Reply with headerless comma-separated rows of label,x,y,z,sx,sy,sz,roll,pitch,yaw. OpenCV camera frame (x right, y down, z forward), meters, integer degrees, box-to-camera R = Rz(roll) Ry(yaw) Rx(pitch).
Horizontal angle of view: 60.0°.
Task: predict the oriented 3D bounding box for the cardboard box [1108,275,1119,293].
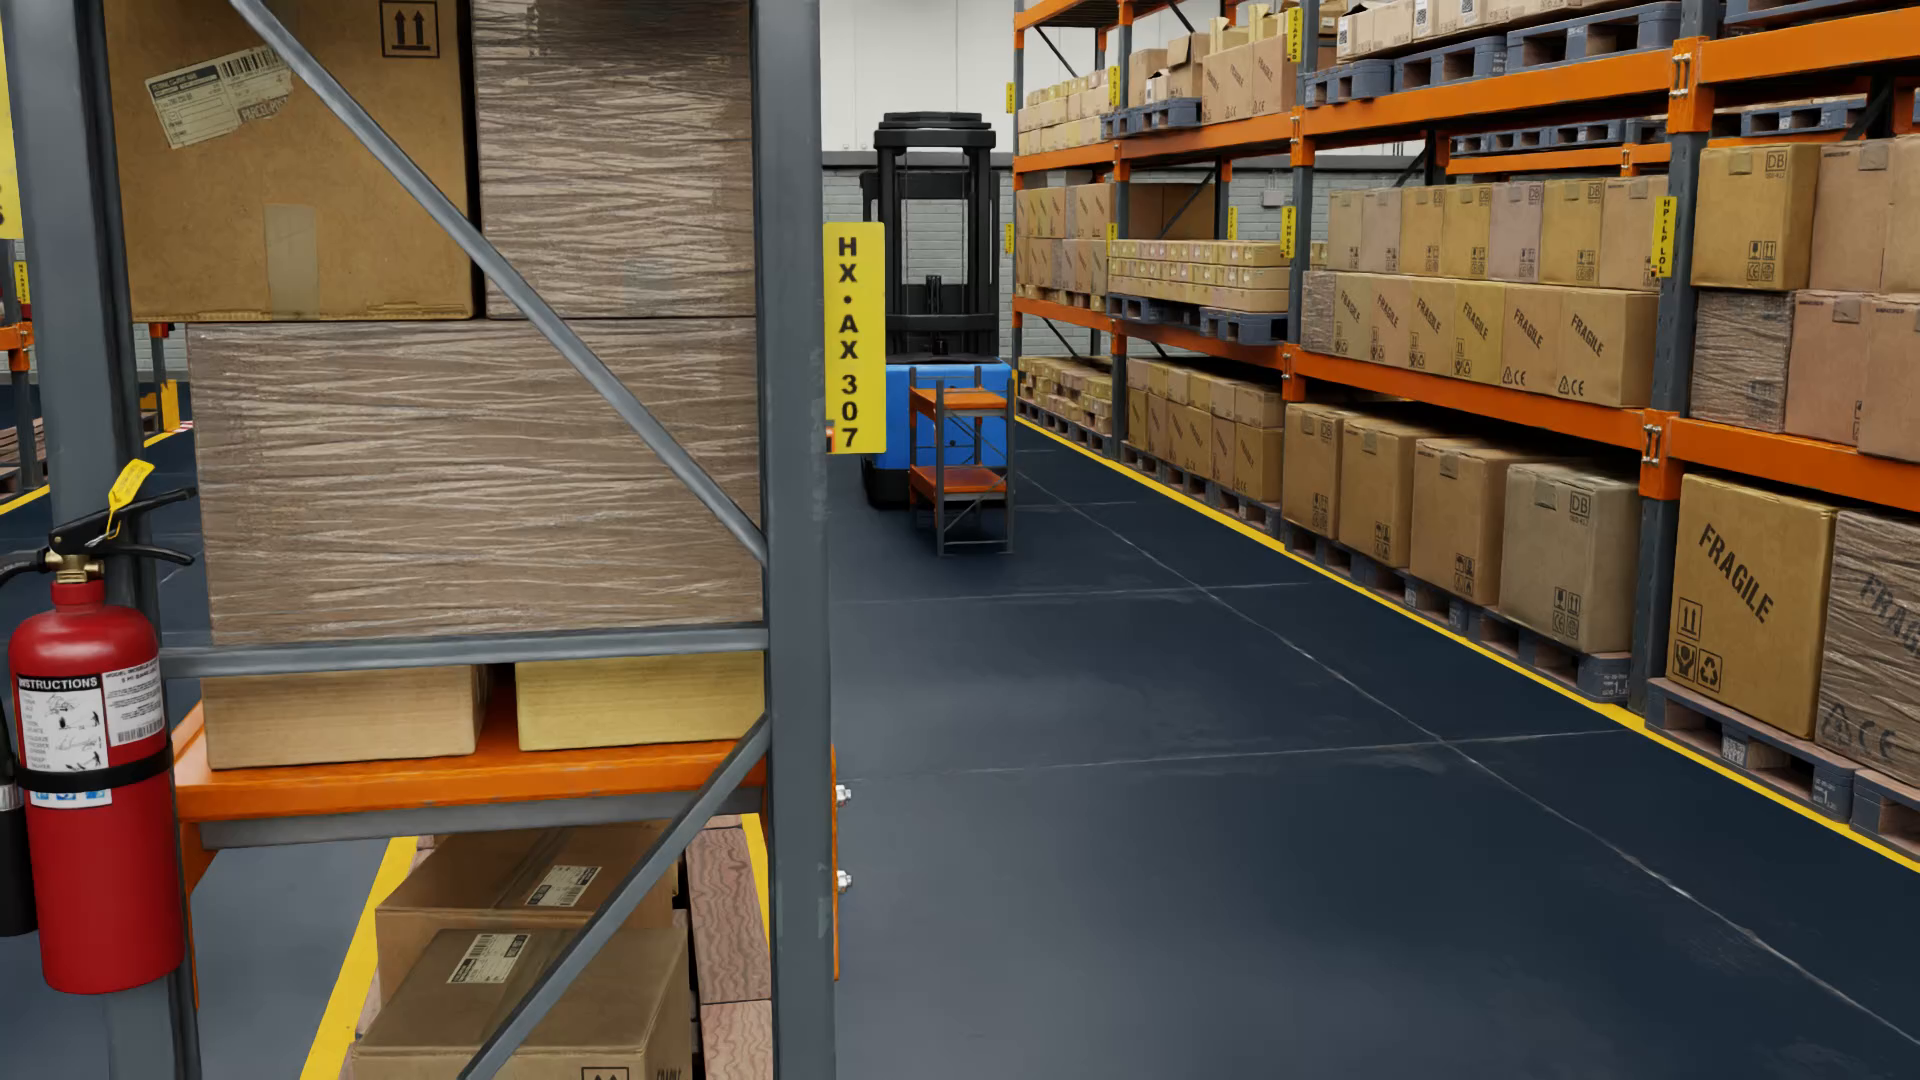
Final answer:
cardboard box,1.489,-2.196,14.261,0.380,0.149,0.250,-3,11,-14

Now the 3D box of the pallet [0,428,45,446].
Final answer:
pallet,-8.302,-0.848,15.087,1.003,0.211,1.213,-2,11,-11

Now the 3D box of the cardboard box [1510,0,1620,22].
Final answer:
cardboard box,2.963,-2.609,7.868,0.500,0.250,0.500,-2,11,-11

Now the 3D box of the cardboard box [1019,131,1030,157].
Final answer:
cardboard box,0.922,-4.244,17.850,0.500,0.250,0.500,-2,11,-9

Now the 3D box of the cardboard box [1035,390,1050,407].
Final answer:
cardboard box,1.002,-1.493,17.518,0.380,0.149,0.250,-2,11,-10

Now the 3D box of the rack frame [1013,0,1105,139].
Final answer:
rack frame,1.085,-5.883,18.037,1.000,3.000,0.127,-2,11,-11

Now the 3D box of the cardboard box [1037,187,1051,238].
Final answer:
cardboard box,1.096,-3.342,16.994,0.500,0.500,0.500,-2,11,-12

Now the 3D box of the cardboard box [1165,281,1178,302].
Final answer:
cardboard box,1.794,-1.910,12.760,0.380,0.149,0.250,-3,11,-14

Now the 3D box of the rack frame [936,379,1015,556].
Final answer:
rack frame,0.098,-0.461,10.608,0.500,1.125,0.032,-2,11,-11

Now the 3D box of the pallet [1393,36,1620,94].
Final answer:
pallet,3.039,-2.528,8.939,1.003,0.211,1.213,-2,11,-8

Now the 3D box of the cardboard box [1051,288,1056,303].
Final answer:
cardboard box,1.150,-2.505,17.007,0.380,0.149,0.250,-2,11,-12

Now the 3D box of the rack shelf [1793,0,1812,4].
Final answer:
rack shelf,7.088,-4.431,13.404,1.077,0.370,4.000,-2,11,-11

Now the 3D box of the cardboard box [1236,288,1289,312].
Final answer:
cardboard box,2.094,-1.625,11.261,0.380,0.149,0.250,-2,11,-10

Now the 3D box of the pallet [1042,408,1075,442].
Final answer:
pallet,1.457,-1.178,16.823,1.003,0.211,1.213,-2,11,-11

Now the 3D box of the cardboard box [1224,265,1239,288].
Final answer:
cardboard box,2.045,-1.820,11.492,0.380,0.149,0.250,-2,11,-9

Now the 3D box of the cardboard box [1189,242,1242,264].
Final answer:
cardboard box,1.902,-2.104,12.188,0.380,0.149,0.250,-2,11,-11

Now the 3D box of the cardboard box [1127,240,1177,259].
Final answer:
cardboard box,1.596,-2.390,13.690,0.380,0.149,0.250,-2,11,-11

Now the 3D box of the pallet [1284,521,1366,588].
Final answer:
pallet,2.721,0.049,10.376,1.003,0.211,1.213,-2,11,-11

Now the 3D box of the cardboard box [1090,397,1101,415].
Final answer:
cardboard box,1.425,-1.249,15.444,0.380,0.149,0.250,-3,11,-14

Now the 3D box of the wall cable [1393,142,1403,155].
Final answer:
wall cable,8.017,-7.254,25.141,2.988,3.039,0.133,-2,11,-11

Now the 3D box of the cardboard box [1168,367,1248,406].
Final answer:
cardboard box,1.949,-1.212,13.101,0.500,0.250,0.500,-2,11,-9

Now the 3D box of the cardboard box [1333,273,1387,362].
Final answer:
cardboard box,2.565,-1.332,9.907,0.500,0.500,0.500,-2,11,-12

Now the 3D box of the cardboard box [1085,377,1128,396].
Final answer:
cardboard box,1.395,-1.447,15.686,0.380,0.149,0.250,-2,11,-12

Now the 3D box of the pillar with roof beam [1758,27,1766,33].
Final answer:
pillar with roof beam,6.926,-6.633,21.980,9.100,9.000,0.400,-2,11,-11

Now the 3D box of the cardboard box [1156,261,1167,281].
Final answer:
cardboard box,1.749,-2.102,12.969,0.380,0.149,0.250,-2,11,-12

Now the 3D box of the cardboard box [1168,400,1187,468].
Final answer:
cardboard box,1.967,-0.843,13.164,0.500,0.500,0.500,-2,11,-10

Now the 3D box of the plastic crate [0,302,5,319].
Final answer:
plastic crate,-7.830,-1.851,13.442,0.396,0.136,0.243,-2,11,-11

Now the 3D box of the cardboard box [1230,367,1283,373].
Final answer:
cardboard box,2.460,-1.230,13.194,0.500,0.250,0.500,-3,11,-14

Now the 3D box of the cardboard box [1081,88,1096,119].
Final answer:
cardboard box,1.434,-4.019,15.331,0.500,0.250,0.500,-3,11,-13

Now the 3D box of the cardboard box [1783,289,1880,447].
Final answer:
cardboard box,3.632,-0.641,6.142,0.875,0.550,0.550,-2,11,-11

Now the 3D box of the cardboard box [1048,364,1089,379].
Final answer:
cardboard box,1.123,-1.735,17.198,0.380,0.149,0.250,-2,11,-9

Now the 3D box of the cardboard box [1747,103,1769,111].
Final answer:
cardboard box,6.711,-3.667,13.652,0.396,0.266,0.258,-1,11,-6

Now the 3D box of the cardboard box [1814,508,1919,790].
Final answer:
cardboard box,3.652,0.386,5.707,0.875,0.875,0.875,-2,11,-11

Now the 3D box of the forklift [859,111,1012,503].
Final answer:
forklift,-0.252,-1.946,13.583,1.130,2.935,3.031,-1,11,-5

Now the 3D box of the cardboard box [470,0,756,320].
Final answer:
cardboard box,-0.527,-0.637,2.782,0.500,0.500,0.500,-2,11,-11

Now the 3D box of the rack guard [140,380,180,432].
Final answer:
rack guard,-8.675,-1.370,17.056,1.175,0.500,0.348,-2,11,-11

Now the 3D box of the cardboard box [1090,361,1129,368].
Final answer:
cardboard box,1.593,-1.805,17.568,0.380,0.149,0.250,-3,11,-13

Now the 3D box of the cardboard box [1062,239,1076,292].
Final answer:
cardboard box,1.297,-2.662,16.099,0.500,0.500,0.500,-2,11,-11

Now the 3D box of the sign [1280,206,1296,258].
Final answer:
sign,2.111,-1.977,10.676,0.100,0.325,0.005,-2,11,-11

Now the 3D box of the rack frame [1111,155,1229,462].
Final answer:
rack frame,1.863,-2.202,14.744,1.000,3.000,0.127,-2,11,-11

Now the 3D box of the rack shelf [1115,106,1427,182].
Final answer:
rack shelf,2.252,-2.955,12.603,1.077,0.370,4.000,-2,11,-11

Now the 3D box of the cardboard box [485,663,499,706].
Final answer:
cardboard box,-0.994,0.193,2.830,0.380,0.149,0.250,-2,11,-11

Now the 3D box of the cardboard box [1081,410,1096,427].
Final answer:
cardboard box,1.370,-1.164,15.793,0.380,0.149,0.250,-2,11,-13

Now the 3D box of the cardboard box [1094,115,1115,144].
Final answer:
cardboard box,1.503,-3.682,14.899,0.500,0.250,0.500,-2,11,-10

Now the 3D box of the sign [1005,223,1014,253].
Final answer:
sign,0.553,-3.341,18.414,0.100,0.325,0.005,-2,11,-11

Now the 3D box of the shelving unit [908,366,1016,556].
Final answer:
shelving unit,-0.001,-0.554,11.098,0.538,1.125,1.048,-2,11,-11

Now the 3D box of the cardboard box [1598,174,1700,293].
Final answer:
cardboard box,3.317,-1.366,7.410,0.700,0.500,0.500,-2,11,-12

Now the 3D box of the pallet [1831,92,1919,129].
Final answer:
pallet,7.300,-3.164,12.280,1.213,0.211,1.003,-2,11,-8

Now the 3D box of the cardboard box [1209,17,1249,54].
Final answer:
cardboard box,2.037,-3.667,12.104,0.396,0.266,0.258,-2,11,-11

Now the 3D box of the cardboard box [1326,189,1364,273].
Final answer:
cardboard box,2.719,-1.926,10.352,0.700,0.500,0.500,-2,11,-11

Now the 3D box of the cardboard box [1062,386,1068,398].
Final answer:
cardboard box,1.249,-1.544,16.991,0.380,0.149,0.250,-2,11,-8

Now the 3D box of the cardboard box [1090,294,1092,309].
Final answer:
cardboard box,1.428,-2.217,15.494,0.380,0.149,0.250,-2,11,-9
